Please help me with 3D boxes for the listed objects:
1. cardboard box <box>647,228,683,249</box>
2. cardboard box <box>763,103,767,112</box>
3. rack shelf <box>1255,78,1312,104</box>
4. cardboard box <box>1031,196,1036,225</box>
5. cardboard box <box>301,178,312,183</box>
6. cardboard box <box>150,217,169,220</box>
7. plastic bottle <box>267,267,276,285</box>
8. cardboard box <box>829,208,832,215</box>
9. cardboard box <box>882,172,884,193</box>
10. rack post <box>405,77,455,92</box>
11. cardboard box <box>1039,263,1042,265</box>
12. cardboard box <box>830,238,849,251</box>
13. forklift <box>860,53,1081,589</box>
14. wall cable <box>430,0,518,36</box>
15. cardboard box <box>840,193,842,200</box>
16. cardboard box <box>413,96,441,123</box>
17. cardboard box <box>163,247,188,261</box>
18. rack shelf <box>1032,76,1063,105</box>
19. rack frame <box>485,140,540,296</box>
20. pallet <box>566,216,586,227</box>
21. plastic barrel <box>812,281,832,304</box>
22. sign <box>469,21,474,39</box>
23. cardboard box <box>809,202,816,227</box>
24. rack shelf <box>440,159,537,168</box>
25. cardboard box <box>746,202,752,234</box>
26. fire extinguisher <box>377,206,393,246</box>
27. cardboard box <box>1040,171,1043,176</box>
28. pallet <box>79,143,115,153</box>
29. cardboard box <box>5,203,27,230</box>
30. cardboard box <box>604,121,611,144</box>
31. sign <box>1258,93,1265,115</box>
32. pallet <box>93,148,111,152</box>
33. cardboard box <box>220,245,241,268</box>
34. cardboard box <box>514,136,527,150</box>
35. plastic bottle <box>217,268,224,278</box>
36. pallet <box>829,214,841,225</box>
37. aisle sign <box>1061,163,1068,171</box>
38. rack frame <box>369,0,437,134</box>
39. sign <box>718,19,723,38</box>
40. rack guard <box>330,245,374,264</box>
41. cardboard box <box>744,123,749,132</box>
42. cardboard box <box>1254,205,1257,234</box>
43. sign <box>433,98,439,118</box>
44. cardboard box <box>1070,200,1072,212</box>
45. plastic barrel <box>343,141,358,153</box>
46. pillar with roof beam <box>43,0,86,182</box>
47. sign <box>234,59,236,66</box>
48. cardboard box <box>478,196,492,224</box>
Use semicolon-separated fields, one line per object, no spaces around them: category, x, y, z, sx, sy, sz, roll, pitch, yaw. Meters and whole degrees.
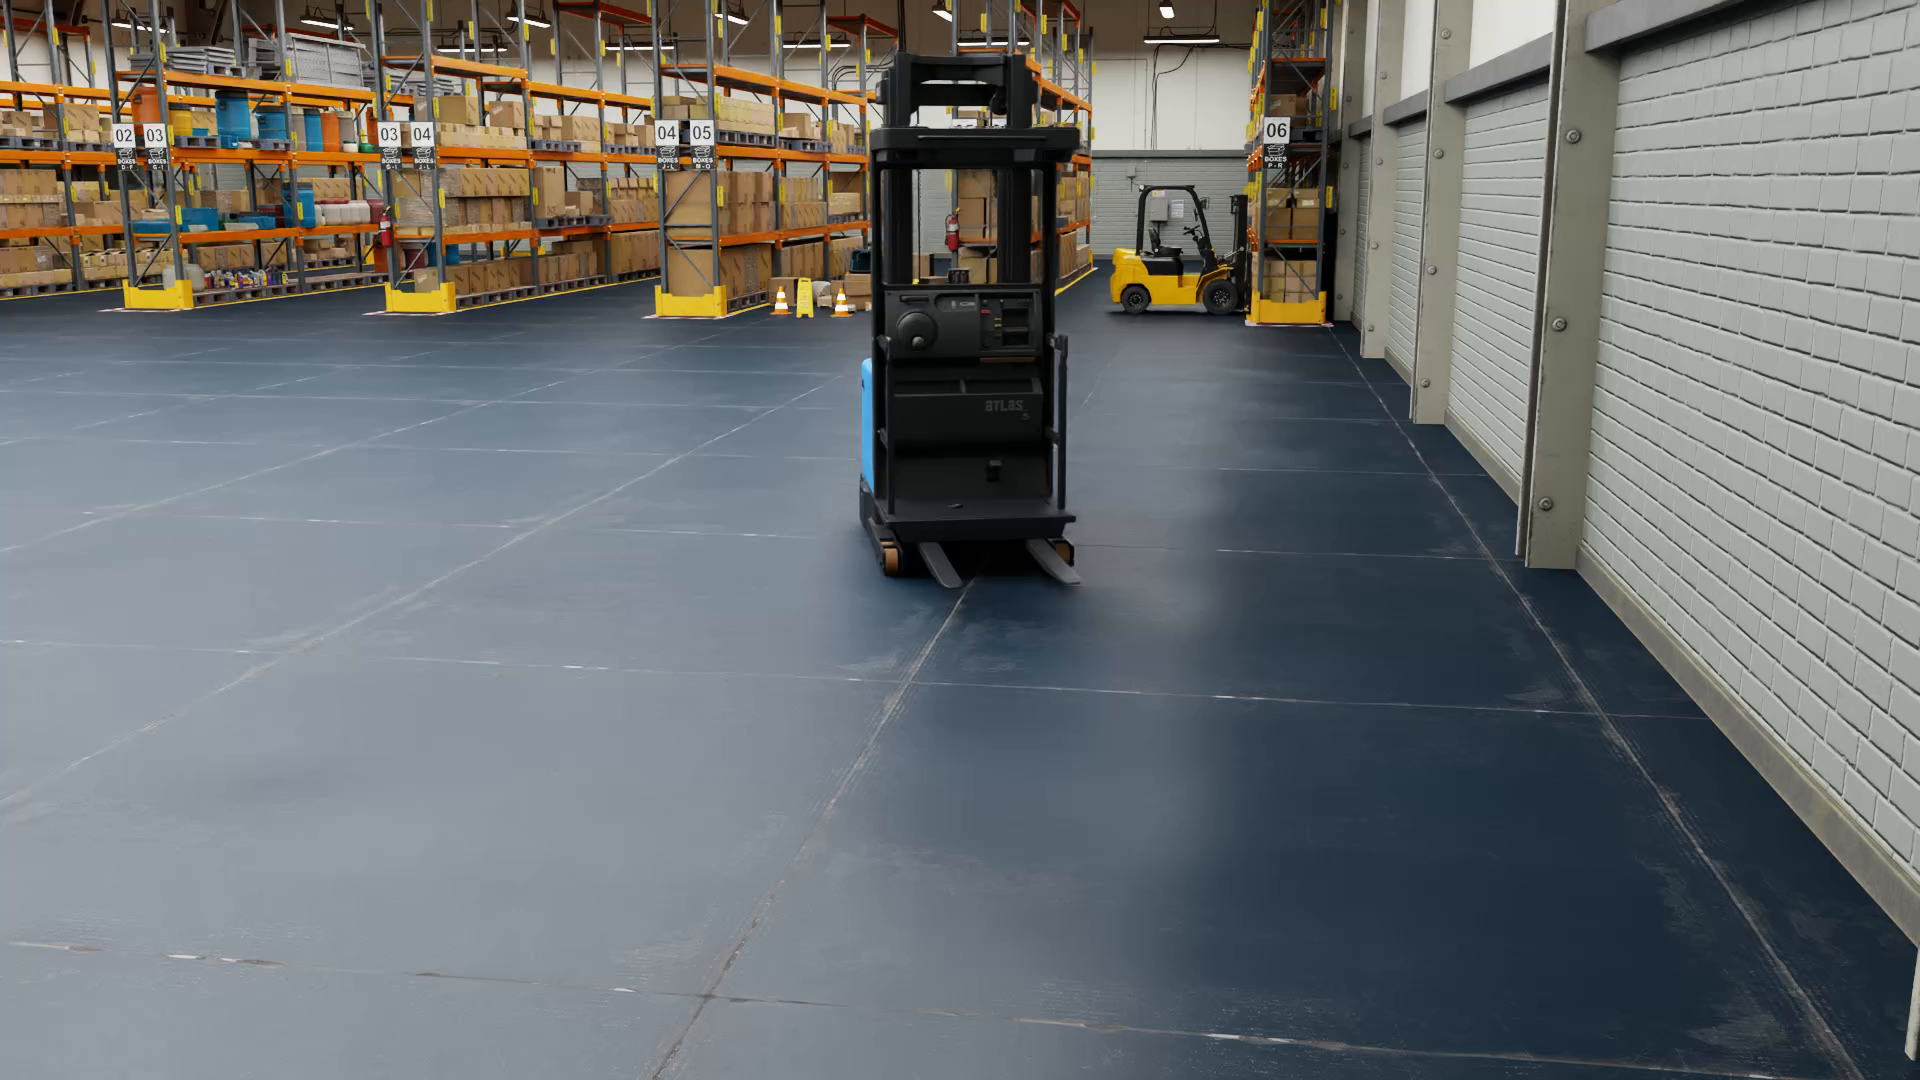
cardboard box;-7.397;-7.253;41.075;0.875;0.875;0.875;2;12;9
cardboard box;-3.742;-7.901;30.383;0.380;0.149;0.250;2;12;9
rack shelf;6.197;-8.607;31.728;1.077;0.370;4.000;2;12;9
cardboard box;1.089;-5.951;30.046;0.500;0.500;0.500;2;12;11
cardboard box;-16.936;-9.007;42.558;0.500;0.500;0.500;1;12;7
cardboard box;-17.846;-7.122;37.015;0.380;0.149;0.250;2;12;9
plastic bottle;-13.546;-5.183;32.669;0.144;0.351;0.185;1;12;6
cardboard box;-2.998;-7.162;36.206;0.380;0.149;0.250;2;12;11
cardboard box;-2.129;-8.858;41.159;0.500;0.500;0.500;1;12;7
rack post;-12.632;-10.833;39.581;0.937;0.300;0.954;2;12;8
cardboard box;1.397;-5.447;33.891;0.950;0.372;0.625;2;12;8
cardboard box;-2.796;-6.631;37.298;0.500;0.250;0.500;2;12;9
forklift;0.057;-1.302;9.578;1.130;2.935;3.031;-2;12;-8
wall cable;-14.692;-16.351;49.589;3.097;2.526;0.112;2;12;9
cardboard box;-2.845;-7.674;37.169;0.380;0.149;0.250;2;12;10
cardboard box;-9.435;-7.689;29.803;0.500;0.500;0.500;2;12;9
cardboard box;-17.818;-6.459;37.542;0.500;0.311;0.500;2;12;10
rack shelf;1.291;-8.767;32.470;1.077;0.370;4.000;2;12;9
rack frame;-8.808;-6.286;32.542;1.000;3.000;0.127;2;12;9
pallet;-8.457;-6.612;34.508;1.003;0.211;1.213;2;12;9
plastic barrel;-2.582;-4.559;30.644;0.421;0.421;0.512;-10;16;-40
sign;-9.358;-9.770;31.873;0.100;0.325;0.005;2;12;9
cardboard box;-3.267;-6.676;34.112;0.500;0.500;0.500;2;12;8
rack shelf;-12.164;-9.643;42.706;1.077;0.370;4.000;2;12;9
cardboard box;-4.212;-5.763;29.759;0.875;0.550;0.500;2;12;9
fire extinguisher;-9.896;-5.407;28.646;0.296;0.674;0.183;2;12;9
cardboard box;1.947;-8.560;38.941;0.380;0.149;0.250;2;12;7
pallet;-18.166;-8.438;35.853;1.003;0.211;1.213;2;12;11
cardboard box;-18.814;-6.350;32.601;0.700;0.500;0.500;2;12;9
cardboard box;-8.170;-8.970;36.635;0.797;0.503;0.637;3;12;12
sign;4.740;-6.853;26.140;0.100;0.325;0.005;2;12;9
pallet;-22.125;-10.026;42.986;1.003;0.211;1.213;2;12;9
cardboard box;-17.472;-6.733;39.503;0.500;0.500;0.500;2;12;8
cardboard box;-8.620;-7.576;31.763;0.500;0.250;0.500;2;12;11
plastic bottle;-14.331;-5.084;32.209;0.144;0.351;0.185;2;12;8
pallet;-3.303;-6.995;36.287;1.213;0.211;1.003;2;12;9
aisle sign;2.554;-9.758;42.483;0.394;0.787;0.004;2;12;9
rack frame;-9.424;-8.386;28.047;1.000;3.000;0.127;2;12;9
sign;-4.461;-9.548;31.030;0.100;0.325;0.005;2;12;9
rack guard;-16.762;-7.868;45.816;1.175;0.500;0.348;2;12;9
cardboard box;-3.936;-7.246;29.239;0.380;0.149;0.250;2;12;9
cardboard box;5.563;-5.770;29.910;0.500;0.500;0.500;2;12;7
sign;-8.887;-7.330;28.189;0.100;0.325;0.005;2;12;9
cardboard box;2.243;-7.490;37.295;0.500;0.250;0.500;2;12;10
plastic barrel;-13.052;-8.406;35.586;0.301;0.262;0.301;0;12;0
pillar with roof beam;-18.754;-11.400;42.031;9.100;9.000;0.548;2;12;9
sign;-17.899;-11.723;41.123;0.100;0.325;0.005;2;12;9
cardboard box;-9.145;-6.076;30.623;0.875;0.500;0.500;2;12;9
